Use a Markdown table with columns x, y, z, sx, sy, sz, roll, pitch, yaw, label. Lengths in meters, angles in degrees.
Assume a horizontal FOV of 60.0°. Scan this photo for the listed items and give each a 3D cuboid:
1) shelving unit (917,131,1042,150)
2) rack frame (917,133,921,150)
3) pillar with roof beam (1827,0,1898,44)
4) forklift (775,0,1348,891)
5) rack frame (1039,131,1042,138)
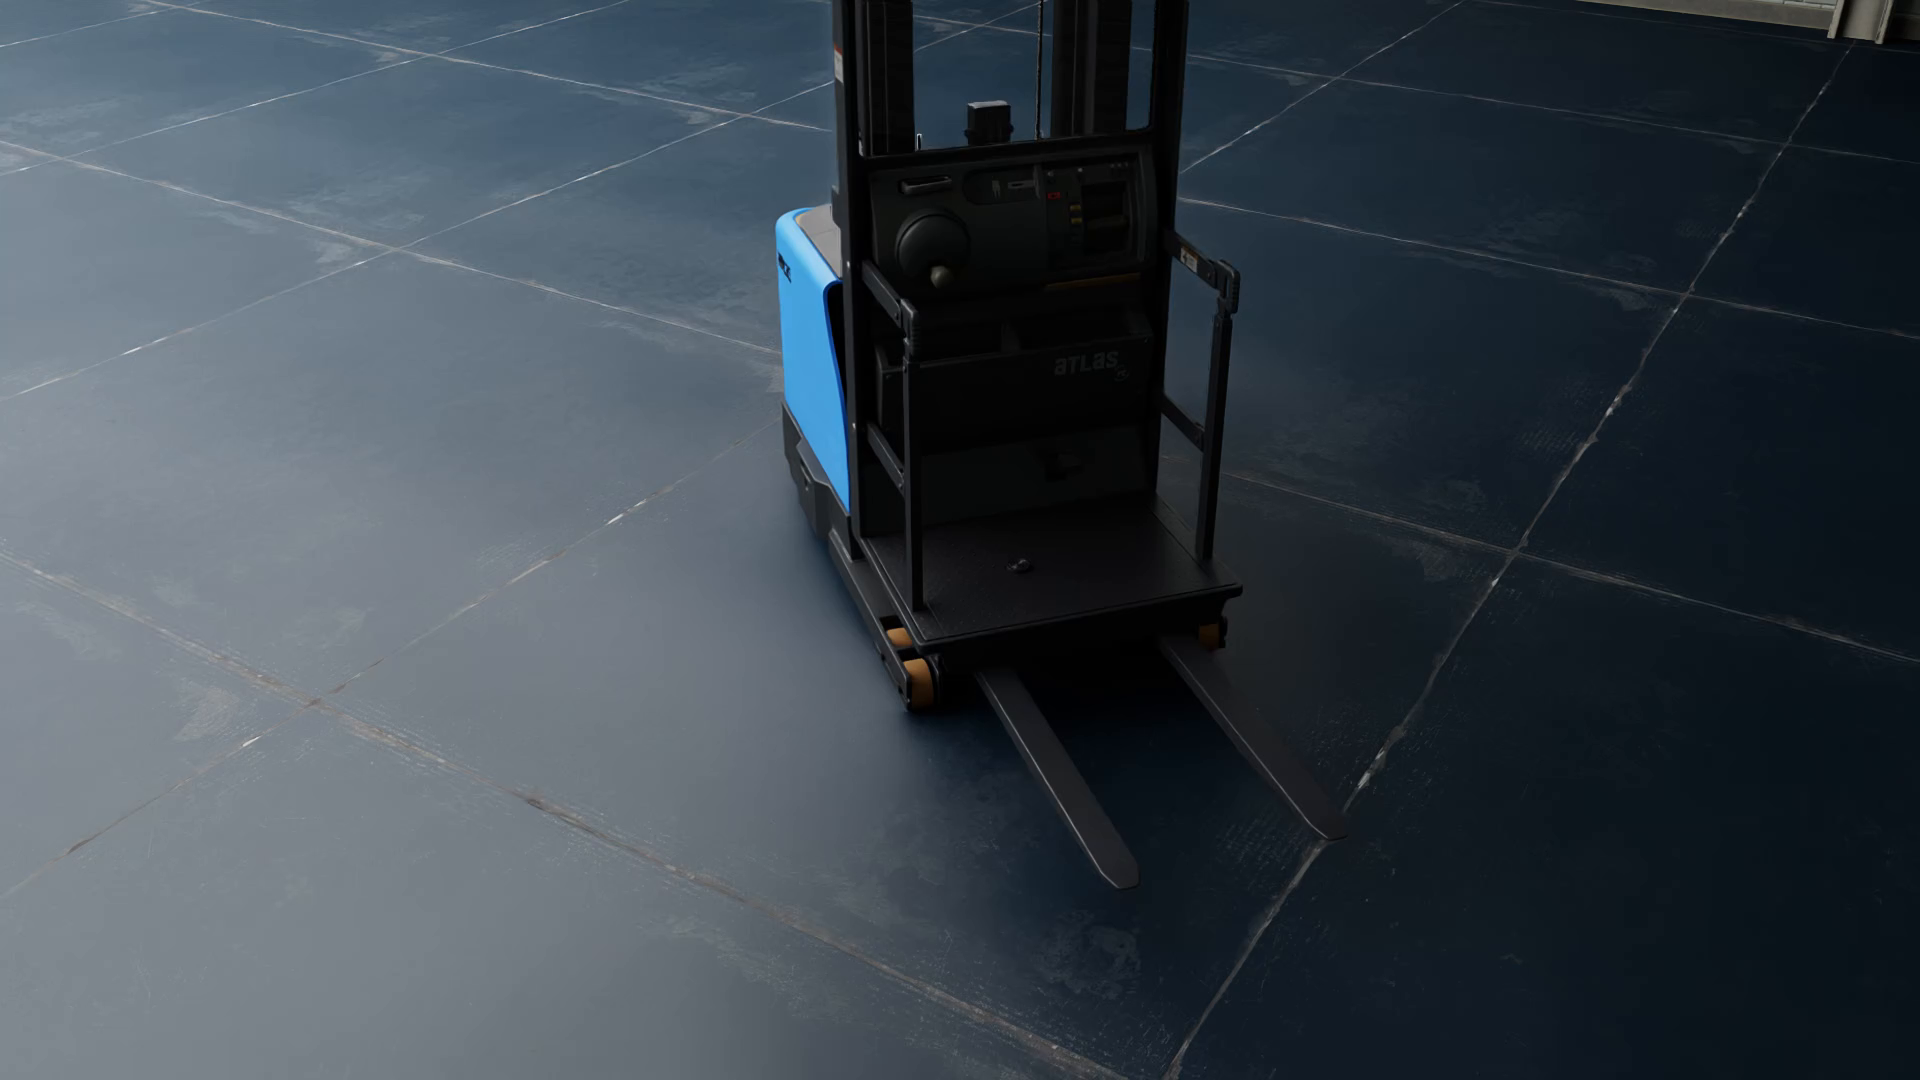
| x | y | z | sx | sy | sz | roll | pitch | yaw | label |
| --- | --- | --- | --- | --- | --- | --- | --- | --- | --- |
| 0.087 | -1.058 | 6.872 | 0.503 | 1.200 | 0.258 | -2 | 30 | -3 | shelving unit |
| -0.157 | -1.049 | 6.858 | 0.015 | 1.200 | 0.240 | -2 | 30 | -3 | rack frame |
| 4.723 | -5.981 | 7.572 | 0.400 | 9.000 | 9.100 | 18 | 35 | 27 | pillar with roof beam |
| 0.243 | -0.952 | 4.973 | 1.130 | 2.935 | 3.031 | -10 | 32 | -16 | forklift |
| 0.330 | -1.066 | 6.887 | 0.015 | 1.200 | 0.240 | -2 | 30 | -3 | rack frame |
